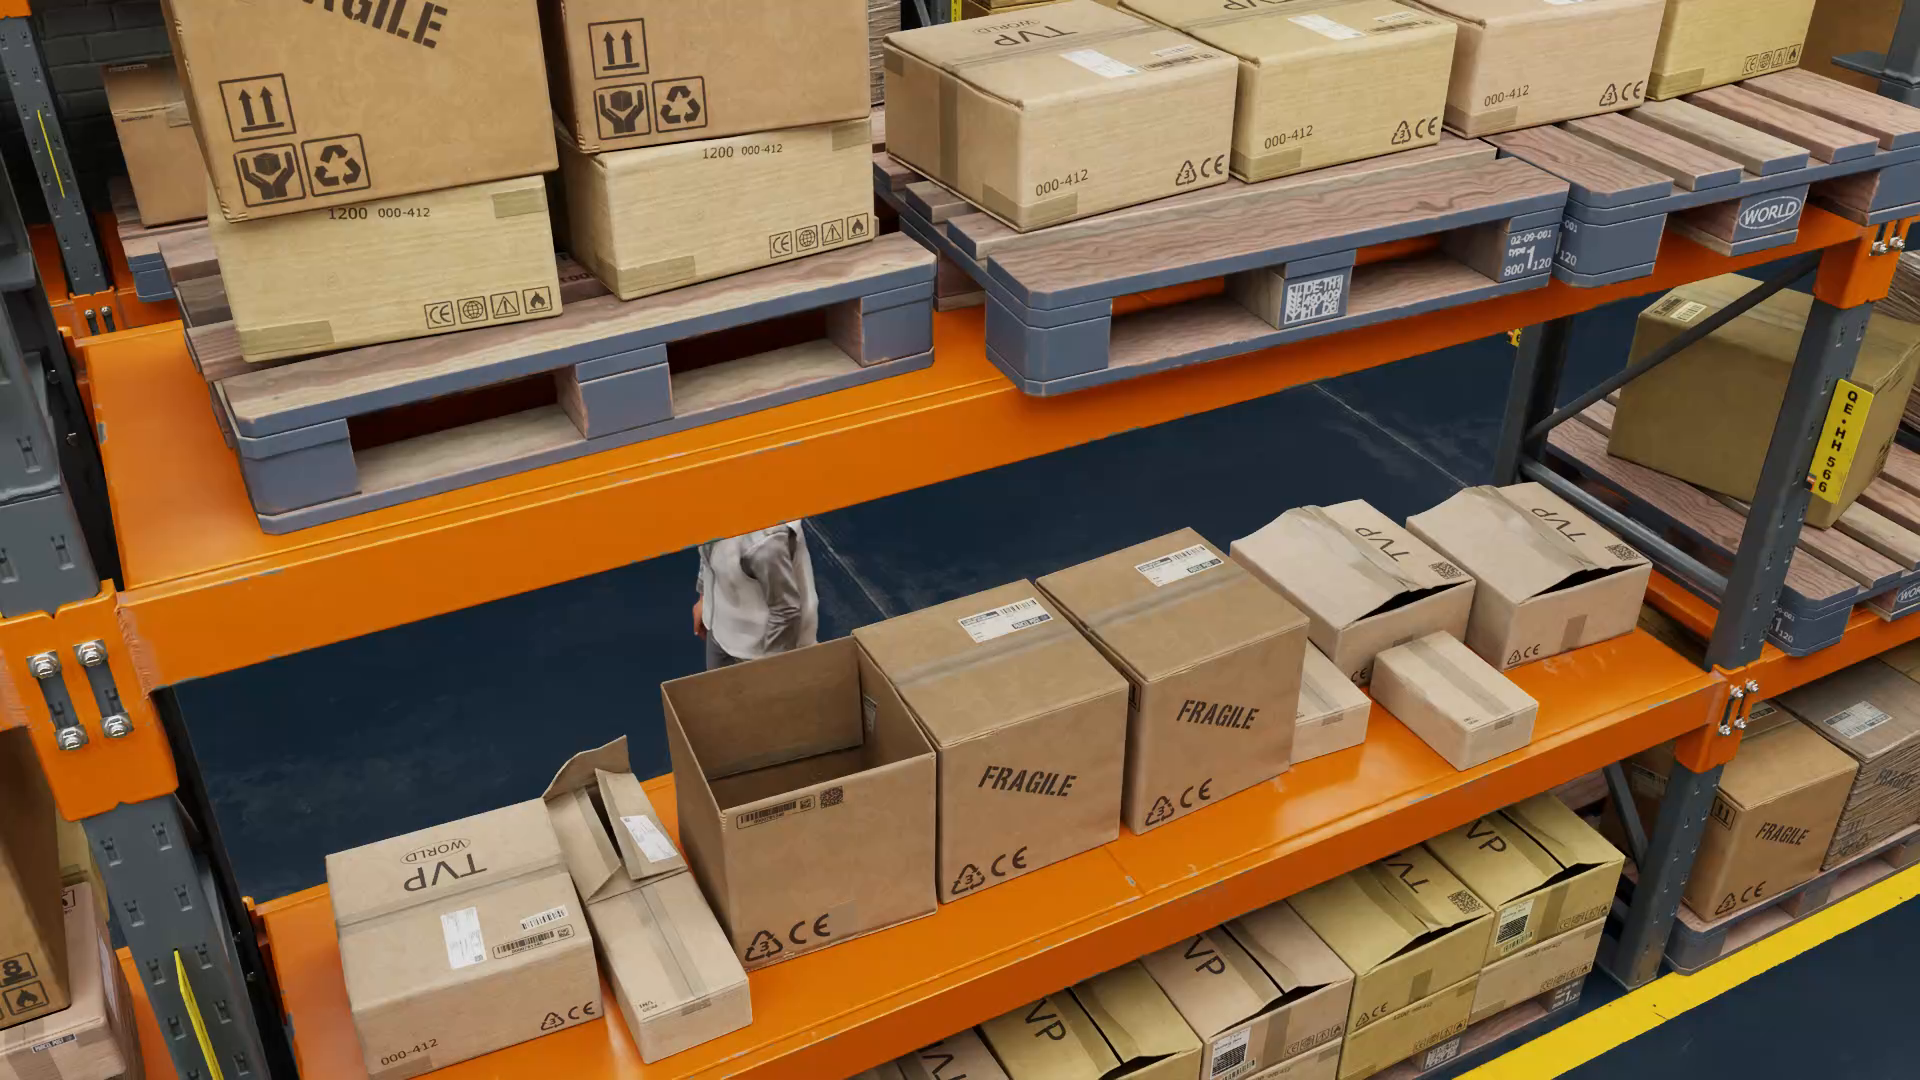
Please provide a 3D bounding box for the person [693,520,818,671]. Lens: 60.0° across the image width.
[{"bbox_3d":[-0.721,0.315,5.625,0.458,1.773,0.583,-17,37,-25],"label":"person"}]
